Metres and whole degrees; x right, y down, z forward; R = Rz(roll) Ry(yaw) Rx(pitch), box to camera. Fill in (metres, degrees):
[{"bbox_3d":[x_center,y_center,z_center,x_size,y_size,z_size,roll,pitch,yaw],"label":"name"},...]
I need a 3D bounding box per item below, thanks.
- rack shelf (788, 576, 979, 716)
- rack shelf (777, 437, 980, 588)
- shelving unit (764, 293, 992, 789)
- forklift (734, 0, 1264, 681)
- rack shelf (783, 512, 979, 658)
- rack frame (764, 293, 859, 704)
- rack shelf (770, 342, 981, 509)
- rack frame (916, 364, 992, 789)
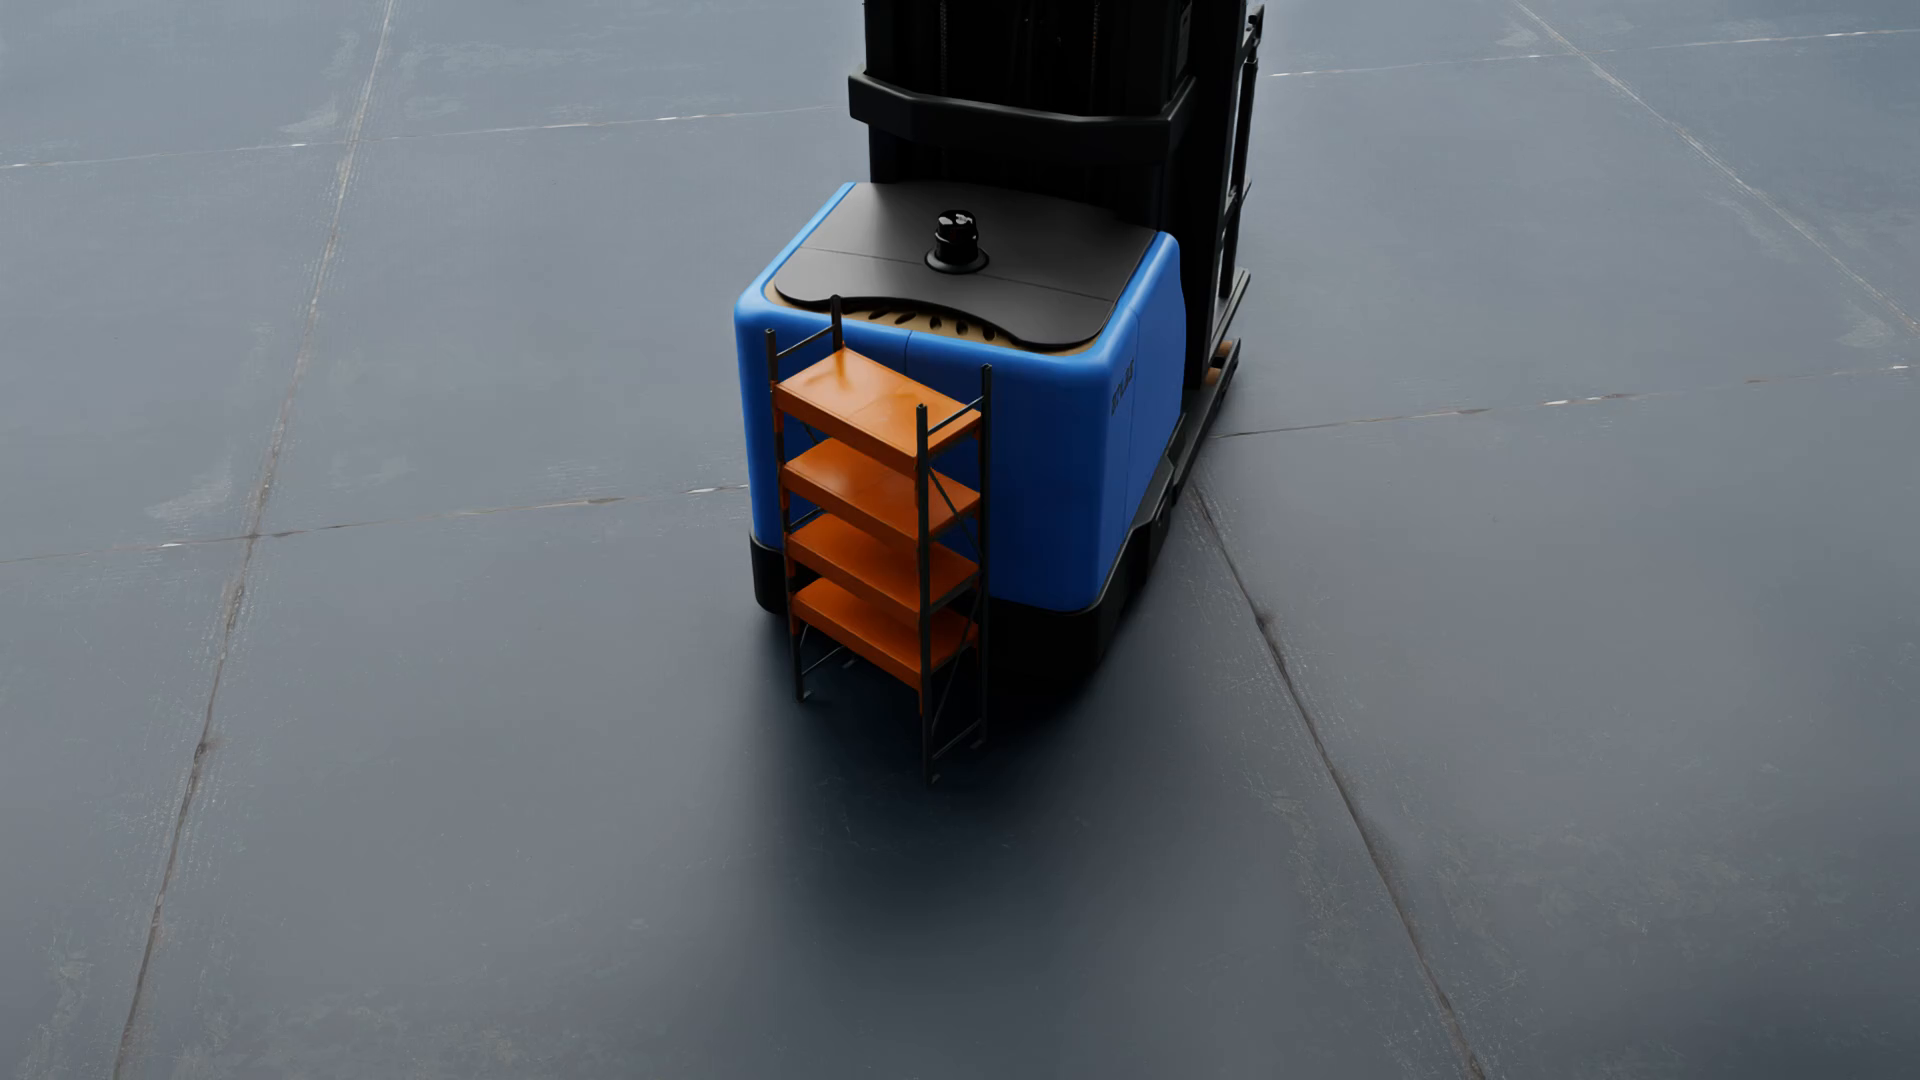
[{"bbox_3d":[-0.195,0.237,4.400,0.480,0.148,0.258,29,46,32],"label":"rack shelf"},{"bbox_3d":[-0.195,-0.097,4.141,0.480,0.148,0.258,29,46,32],"label":"rack shelf"},{"bbox_3d":[-0.195,0.027,4.237,0.503,1.200,0.258,29,46,32],"label":"shelving unit"},{"bbox_3d":[0.365,-1.673,5.014,1.130,2.935,3.031,12,39,15],"label":"forklift"},{"bbox_3d":[-0.195,0.080,4.278,0.480,0.148,0.258,29,46,32],"label":"rack shelf"},{"bbox_3d":[-0.378,-0.072,4.365,0.015,1.200,0.240,29,46,32],"label":"rack frame"},{"bbox_3d":[-0.195,-0.283,3.996,0.480,0.148,0.258,29,46,32],"label":"rack shelf"},{"bbox_3d":[-0.012,0.126,4.109,0.015,1.200,0.240,29,46,32],"label":"rack frame"}]
